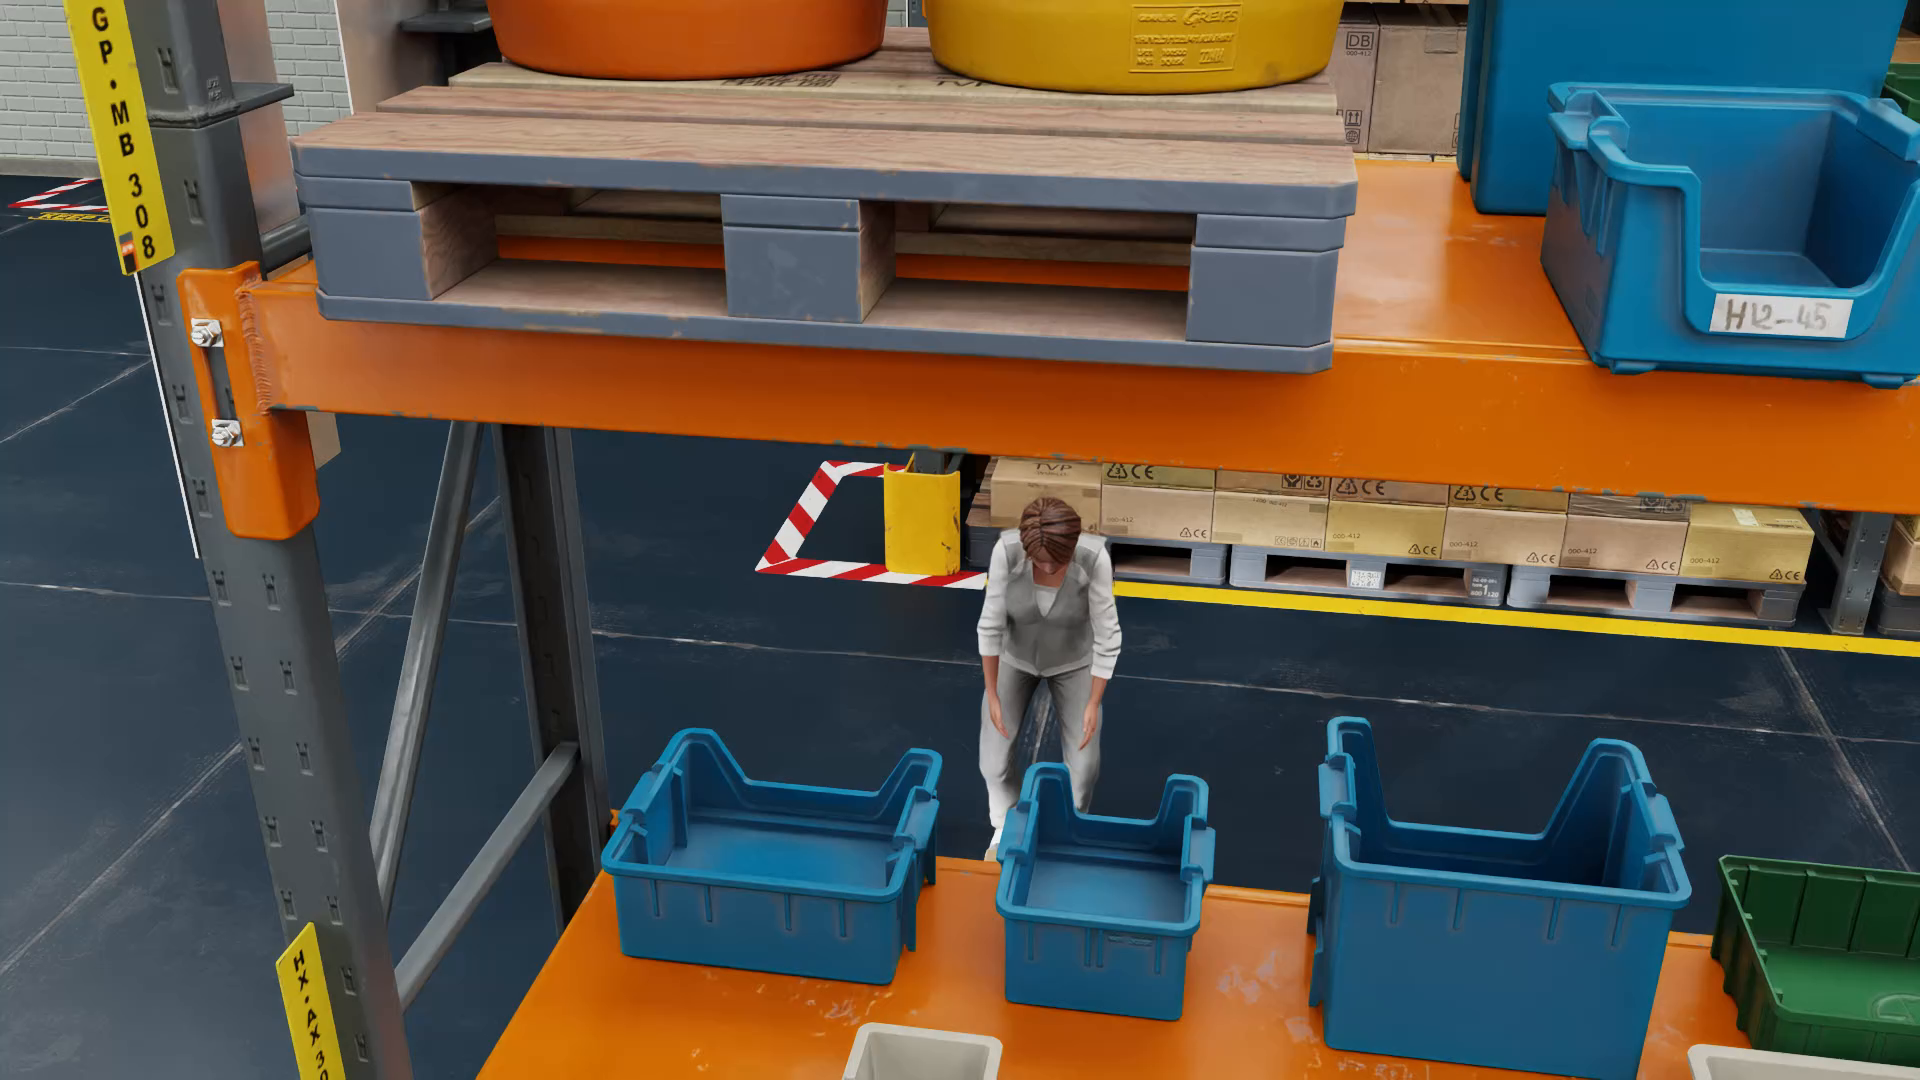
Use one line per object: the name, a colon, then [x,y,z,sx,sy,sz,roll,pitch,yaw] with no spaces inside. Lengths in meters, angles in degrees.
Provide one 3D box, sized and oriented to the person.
person: [0.292,0.452,5.380,0.456,1.423,0.560,4,26,9]
